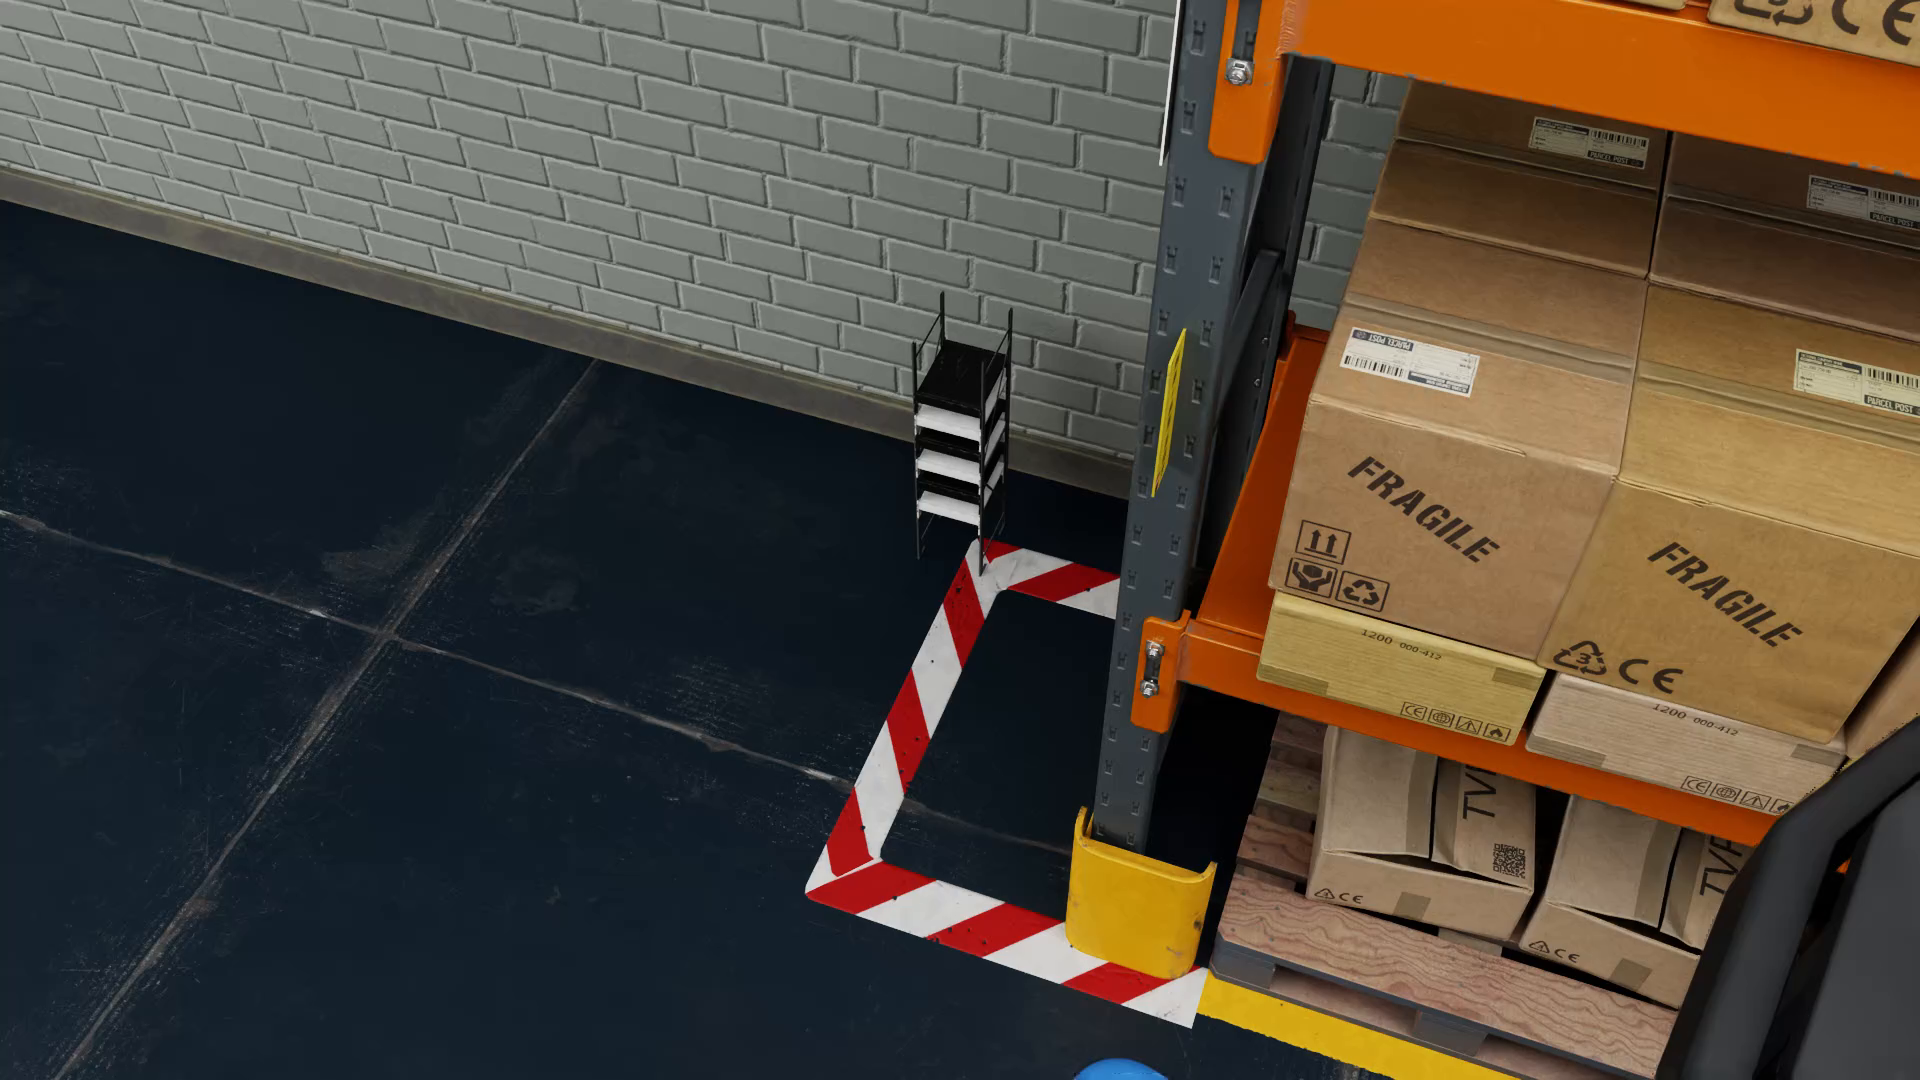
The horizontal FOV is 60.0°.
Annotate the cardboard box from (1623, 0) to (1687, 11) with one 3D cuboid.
[{"bbox_3d":[0.776,-1.075,2.132,0.500,0.500,0.500,17,51,14],"label":"cardboard box"}]

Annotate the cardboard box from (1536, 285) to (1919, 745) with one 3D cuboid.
[{"bbox_3d":[1.353,-0.046,2.895,0.500,0.500,0.500,16,51,13],"label":"cardboard box"}]

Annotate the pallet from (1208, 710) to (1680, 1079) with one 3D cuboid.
[{"bbox_3d":[1.370,0.853,4.371,1.213,0.211,1.003,16,51,13],"label":"pallet"}]

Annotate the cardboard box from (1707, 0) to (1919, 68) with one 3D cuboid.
[{"bbox_3d":[1.268,-0.909,1.988,0.500,0.500,0.500,19,52,16],"label":"cardboard box"}]

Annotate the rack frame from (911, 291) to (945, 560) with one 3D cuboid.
[{"bbox_3d":[-0.088,-0.319,4.931,0.006,0.900,0.240,16,51,13],"label":"rack frame"}]

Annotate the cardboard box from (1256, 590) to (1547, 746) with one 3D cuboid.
[{"bbox_3d":[0.897,0.078,3.284,0.500,0.250,0.500,14,51,12],"label":"cardboard box"}]

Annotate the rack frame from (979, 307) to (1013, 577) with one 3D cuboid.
[{"bbox_3d":[0.103,-0.266,4.885,0.006,0.900,0.240,16,51,13],"label":"rack frame"}]

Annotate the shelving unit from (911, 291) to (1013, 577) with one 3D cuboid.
[{"bbox_3d":[0.007,-0.293,4.908,0.210,0.900,0.258,16,51,13],"label":"shelving unit"}]

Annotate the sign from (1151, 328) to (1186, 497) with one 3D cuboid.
[{"bbox_3d":[0.361,-0.217,2.880,0.005,0.325,0.100,16,51,13],"label":"sign"}]

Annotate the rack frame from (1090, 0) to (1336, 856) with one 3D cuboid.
[{"bbox_3d":[0.549,-0.318,3.541,0.127,3.000,1.000,16,51,13],"label":"rack frame"}]

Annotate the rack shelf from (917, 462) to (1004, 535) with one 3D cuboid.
[{"bbox_3d":[0.008,-0.153,5.069,0.200,0.077,0.258,16,51,13],"label":"rack shelf"}]

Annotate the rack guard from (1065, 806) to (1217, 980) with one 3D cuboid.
[{"bbox_3d":[0.621,0.521,4.468,0.348,0.500,1.175,16,51,13],"label":"rack guard"}]

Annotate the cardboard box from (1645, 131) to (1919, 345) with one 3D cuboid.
[{"bbox_3d":[1.534,-0.409,3.210,0.500,0.500,0.500,16,51,14],"label":"cardboard box"}]

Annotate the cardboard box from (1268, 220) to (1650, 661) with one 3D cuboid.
[{"bbox_3d":[0.893,-0.183,3.013,0.500,0.500,0.500,16,51,13],"label":"cardboard box"}]

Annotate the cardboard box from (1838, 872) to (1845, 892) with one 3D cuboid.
[{"bbox_3d":[2.373,0.979,3.780,0.500,0.500,0.700,13,50,11],"label":"cardboard box"}]

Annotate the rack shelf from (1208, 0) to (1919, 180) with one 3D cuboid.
[{"bbox_3d":[2.425,-0.541,2.225,4.000,0.370,1.077,16,51,13],"label":"rack shelf"}]

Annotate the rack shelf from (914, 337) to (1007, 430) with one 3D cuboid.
[{"bbox_3d":[0.007,-0.448,4.729,0.200,0.077,0.258,16,51,13],"label":"rack shelf"}]

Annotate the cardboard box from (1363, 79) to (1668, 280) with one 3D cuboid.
[{"bbox_3d":[1.065,-0.548,3.330,0.500,0.500,0.500,15,51,13],"label":"cardboard box"}]

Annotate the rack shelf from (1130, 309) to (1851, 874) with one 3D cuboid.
[{"bbox_3d":[2.425,0.441,3.358,4.000,0.370,1.077,16,51,13],"label":"rack shelf"}]

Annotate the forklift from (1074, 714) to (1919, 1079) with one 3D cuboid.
[{"bbox_3d":[1.239,1.582,1.939,3.031,2.935,1.130,26,54,21],"label":"forklift"}]

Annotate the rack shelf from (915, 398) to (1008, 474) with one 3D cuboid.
[{"bbox_3d":[0.007,-0.330,4.865,0.200,0.077,0.258,16,51,13],"label":"rack shelf"}]

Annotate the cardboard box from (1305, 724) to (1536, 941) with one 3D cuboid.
[{"bbox_3d":[1.167,0.664,4.178,0.500,0.311,0.500,10,50,9],"label":"cardboard box"}]

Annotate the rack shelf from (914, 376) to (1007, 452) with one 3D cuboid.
[{"bbox_3d":[0.007,-0.389,4.797,0.200,0.077,0.258,16,51,13],"label":"rack shelf"}]

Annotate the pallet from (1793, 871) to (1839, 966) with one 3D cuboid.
[{"bbox_3d":[2.511,1.174,4.093,1.213,0.211,1.003,16,51,13],"label":"pallet"}]

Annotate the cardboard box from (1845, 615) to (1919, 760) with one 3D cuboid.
[{"bbox_3d":[1.836,0.093,2.774,0.500,0.500,0.500,14,51,12],"label":"cardboard box"}]

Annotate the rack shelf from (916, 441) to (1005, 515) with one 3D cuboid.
[{"bbox_3d":[0.007,-0.212,5.001,0.200,0.077,0.258,16,51,13],"label":"rack shelf"}]

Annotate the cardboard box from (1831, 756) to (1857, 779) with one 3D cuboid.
[{"bbox_3d":[1.865,0.341,3.055,0.500,0.250,0.500,15,51,13],"label":"cardboard box"}]

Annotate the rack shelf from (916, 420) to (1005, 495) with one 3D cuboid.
[{"bbox_3d":[0.007,-0.271,4.933,0.200,0.077,0.258,16,51,13],"label":"rack shelf"}]

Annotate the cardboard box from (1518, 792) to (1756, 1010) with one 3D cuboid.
[{"bbox_3d":[1.702,0.813,4.049,0.500,0.311,0.500,19,52,16],"label":"cardboard box"}]

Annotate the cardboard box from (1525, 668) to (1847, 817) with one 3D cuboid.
[{"bbox_3d":[1.389,0.203,3.175,0.500,0.250,0.500,14,51,12],"label":"cardboard box"}]

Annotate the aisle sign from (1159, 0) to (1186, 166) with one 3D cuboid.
[{"bbox_3d":[0.378,-0.976,2.390,0.004,0.787,0.394,16,51,13],"label":"aisle sign"}]
